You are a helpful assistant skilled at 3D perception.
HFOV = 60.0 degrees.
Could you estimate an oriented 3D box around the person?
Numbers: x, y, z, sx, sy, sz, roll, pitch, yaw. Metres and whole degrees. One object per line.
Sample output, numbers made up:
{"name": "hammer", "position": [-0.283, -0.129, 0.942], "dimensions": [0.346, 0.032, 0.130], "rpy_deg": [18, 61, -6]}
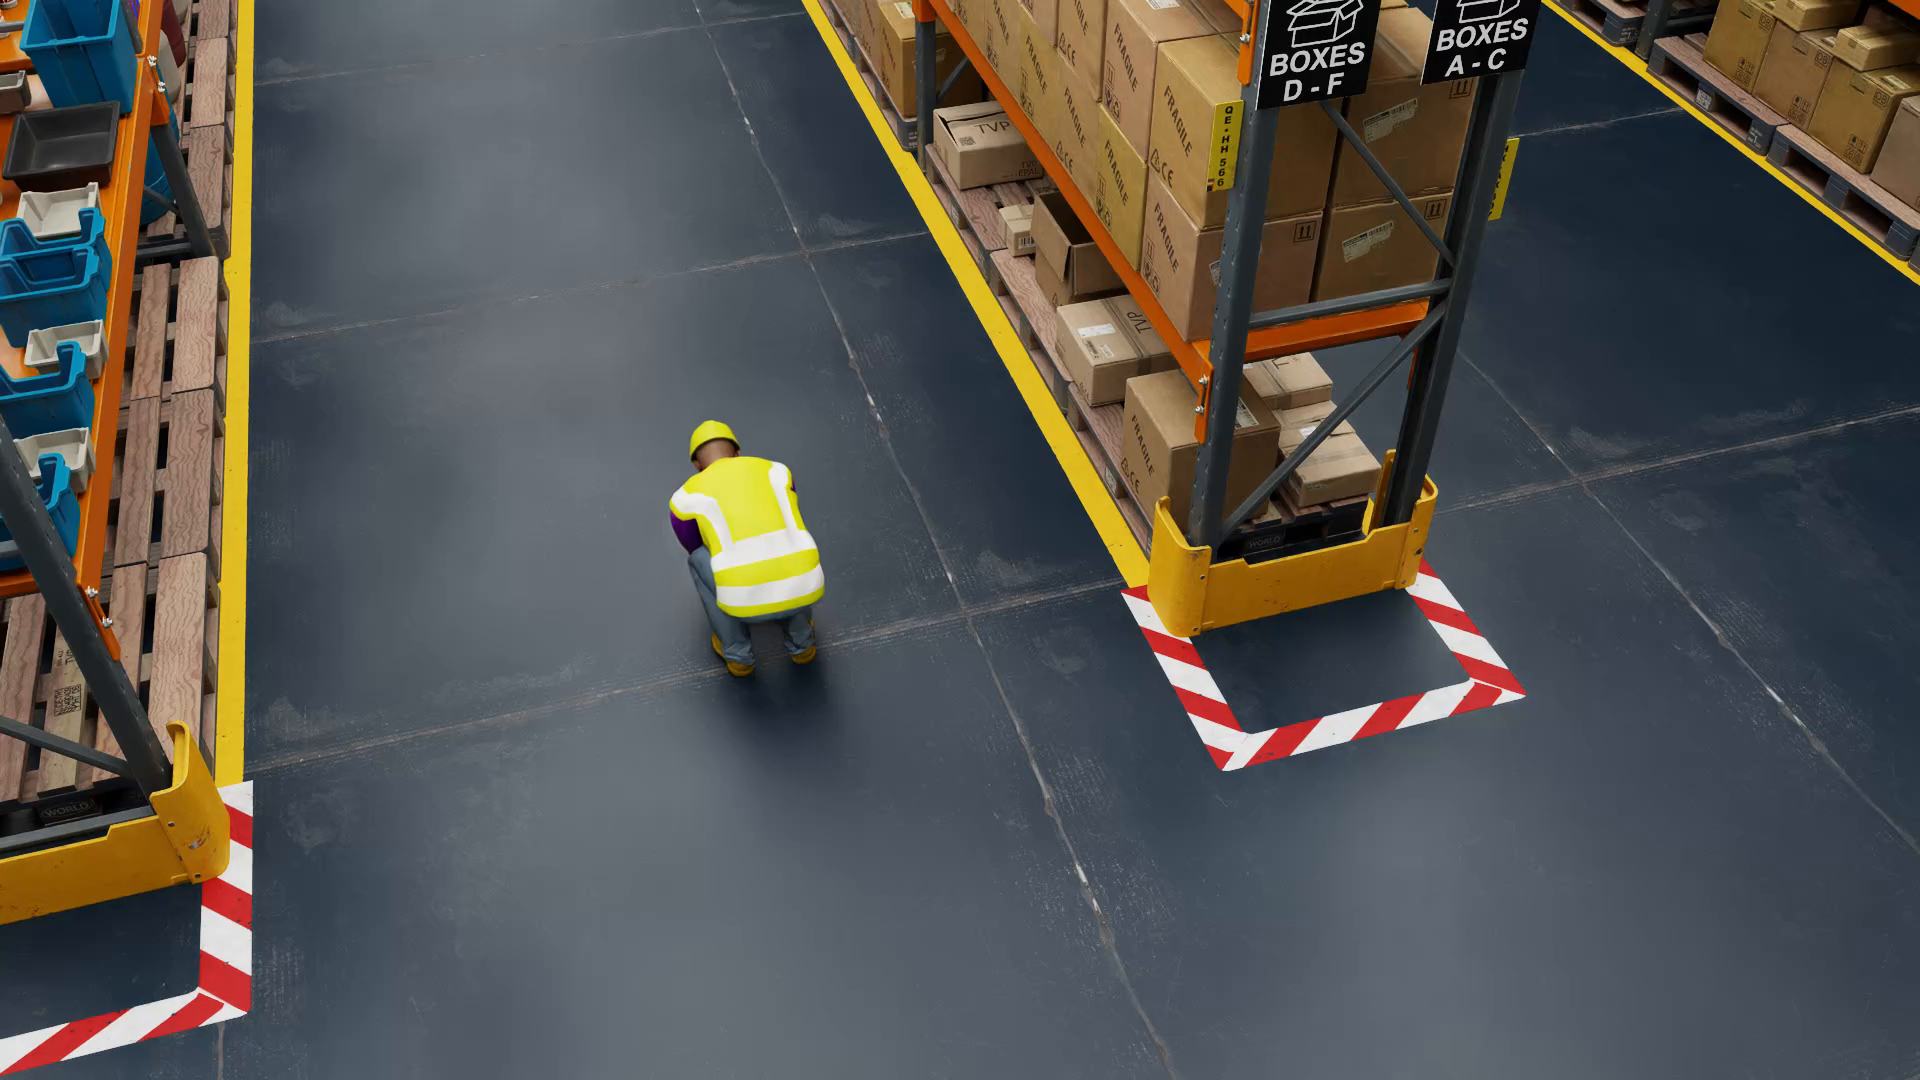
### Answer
{"name": "person", "position": [-0.883, 0.062, 6.823], "dimensions": [0.529, 0.809, 0.959], "rpy_deg": [-13, 44, -14]}
